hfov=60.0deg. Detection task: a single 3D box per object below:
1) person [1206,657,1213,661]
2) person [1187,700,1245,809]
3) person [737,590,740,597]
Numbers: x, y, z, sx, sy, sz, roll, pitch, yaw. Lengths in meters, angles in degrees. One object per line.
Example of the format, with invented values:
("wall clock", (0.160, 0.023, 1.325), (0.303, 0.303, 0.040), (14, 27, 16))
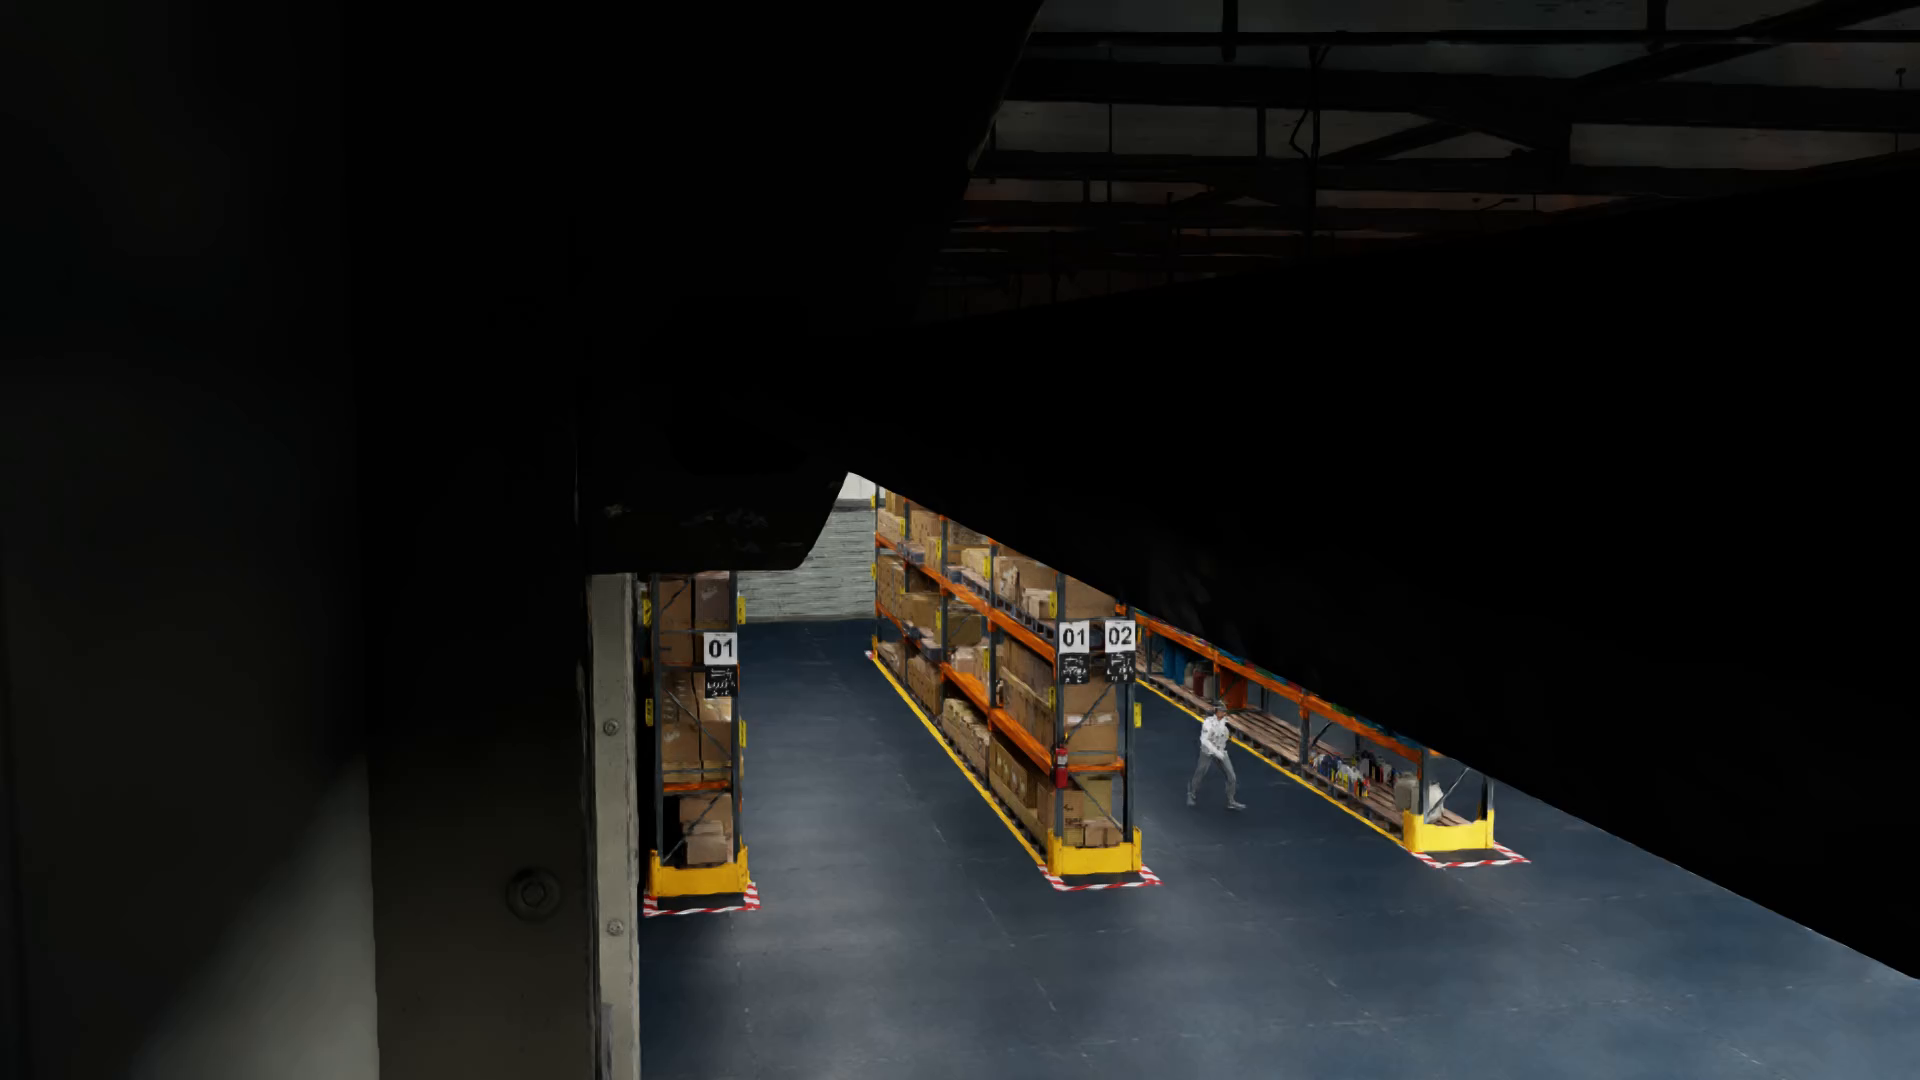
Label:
("person", (5.333, 1.797, 35.974), (0.422, 1.677, 0.502), (-5, 8, -40))
("person", (3.656, 3.063, 23.962), (0.638, 1.607, 0.797), (-3, 7, -28))
("person", (-5.213, 1.663, 37.140), (0.711, 1.732, 0.692), (-2, 6, -20))
